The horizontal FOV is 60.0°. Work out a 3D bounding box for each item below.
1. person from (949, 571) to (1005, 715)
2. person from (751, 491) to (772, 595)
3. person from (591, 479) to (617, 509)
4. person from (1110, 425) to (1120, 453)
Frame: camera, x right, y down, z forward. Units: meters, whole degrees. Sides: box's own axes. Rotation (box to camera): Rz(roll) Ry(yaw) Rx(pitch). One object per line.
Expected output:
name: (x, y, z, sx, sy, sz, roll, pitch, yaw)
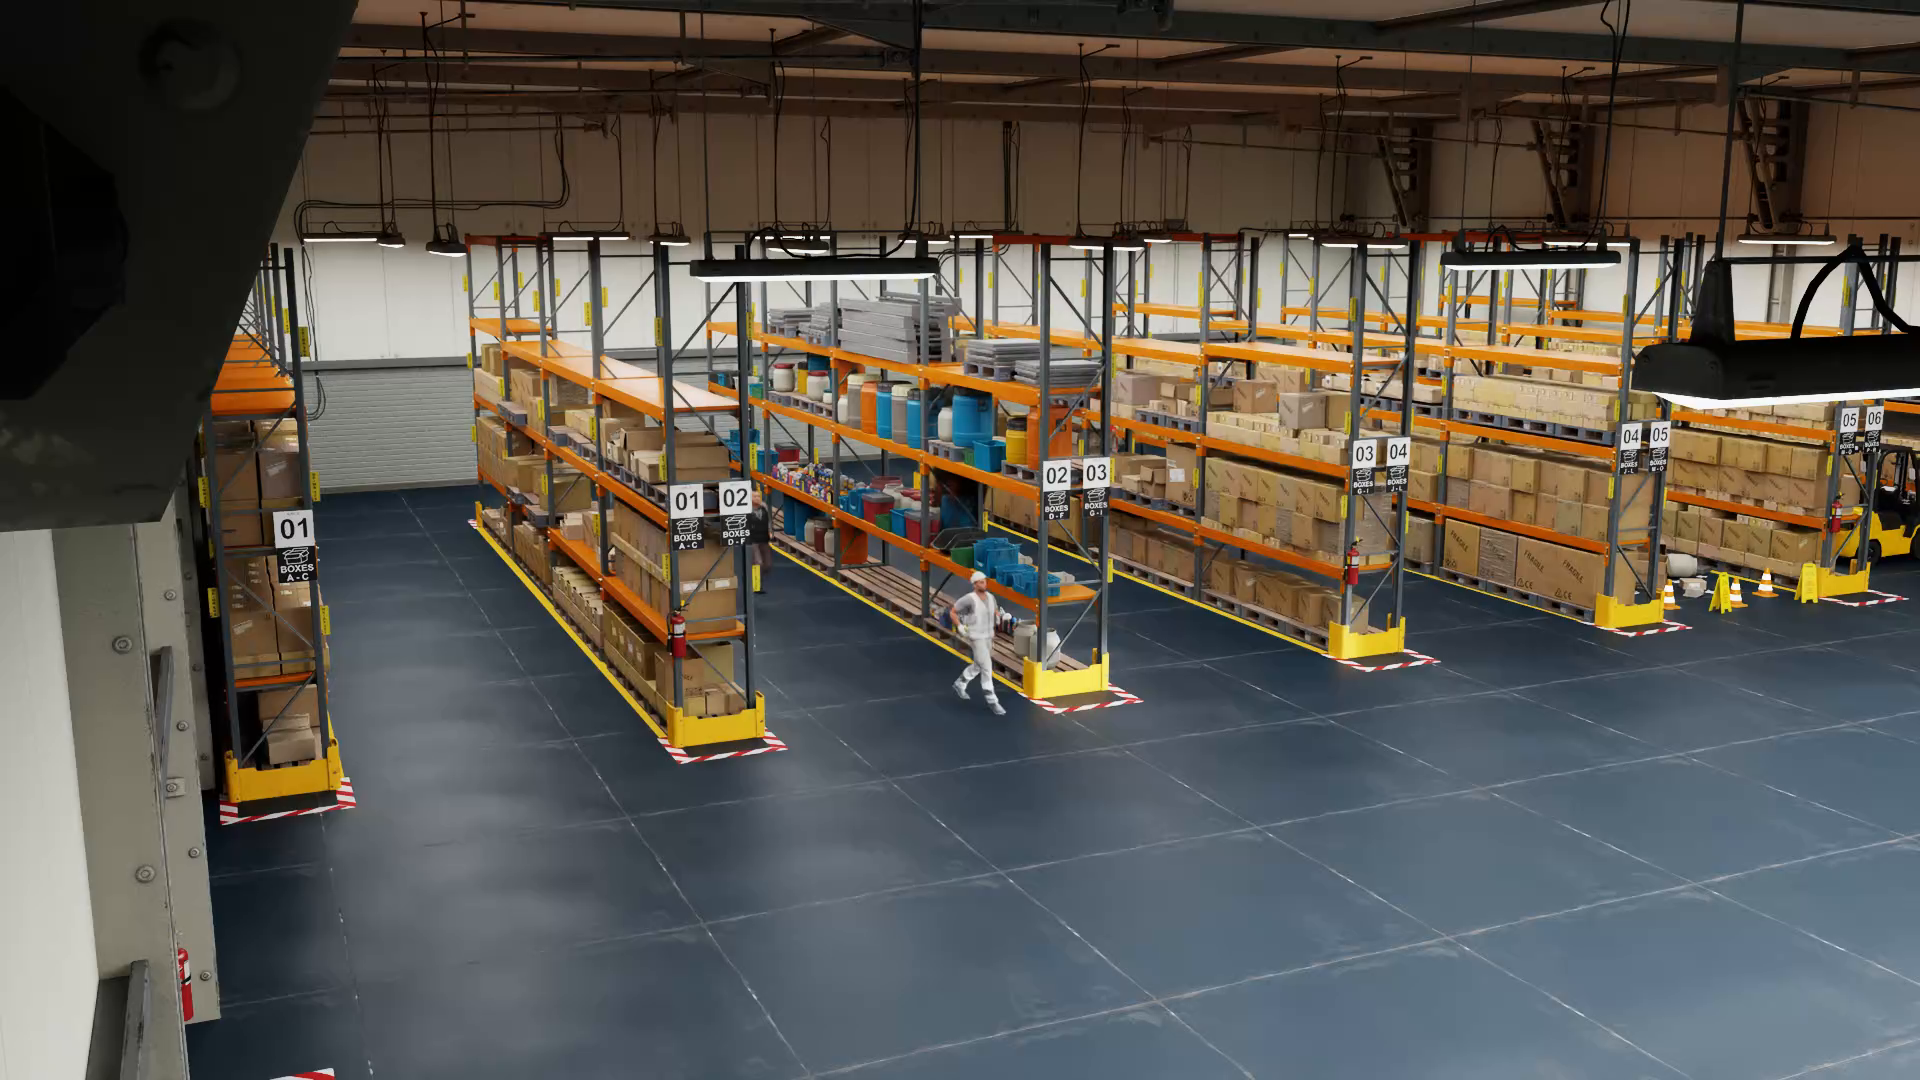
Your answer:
person: (0.277, 1.303, 21.701, 0.935, 1.804, 0.721, 8, 14, 37)
person: (-3.319, 0.045, 27.058, 0.661, 1.690, 0.595, -8, 13, -34)
person: (-7.224, -1.089, 34.112, 0.718, 1.812, 0.906, -7, 13, -32)
person: (3.317, -1.808, 38.069, 0.656, 1.716, 0.861, -7, 13, -32)
